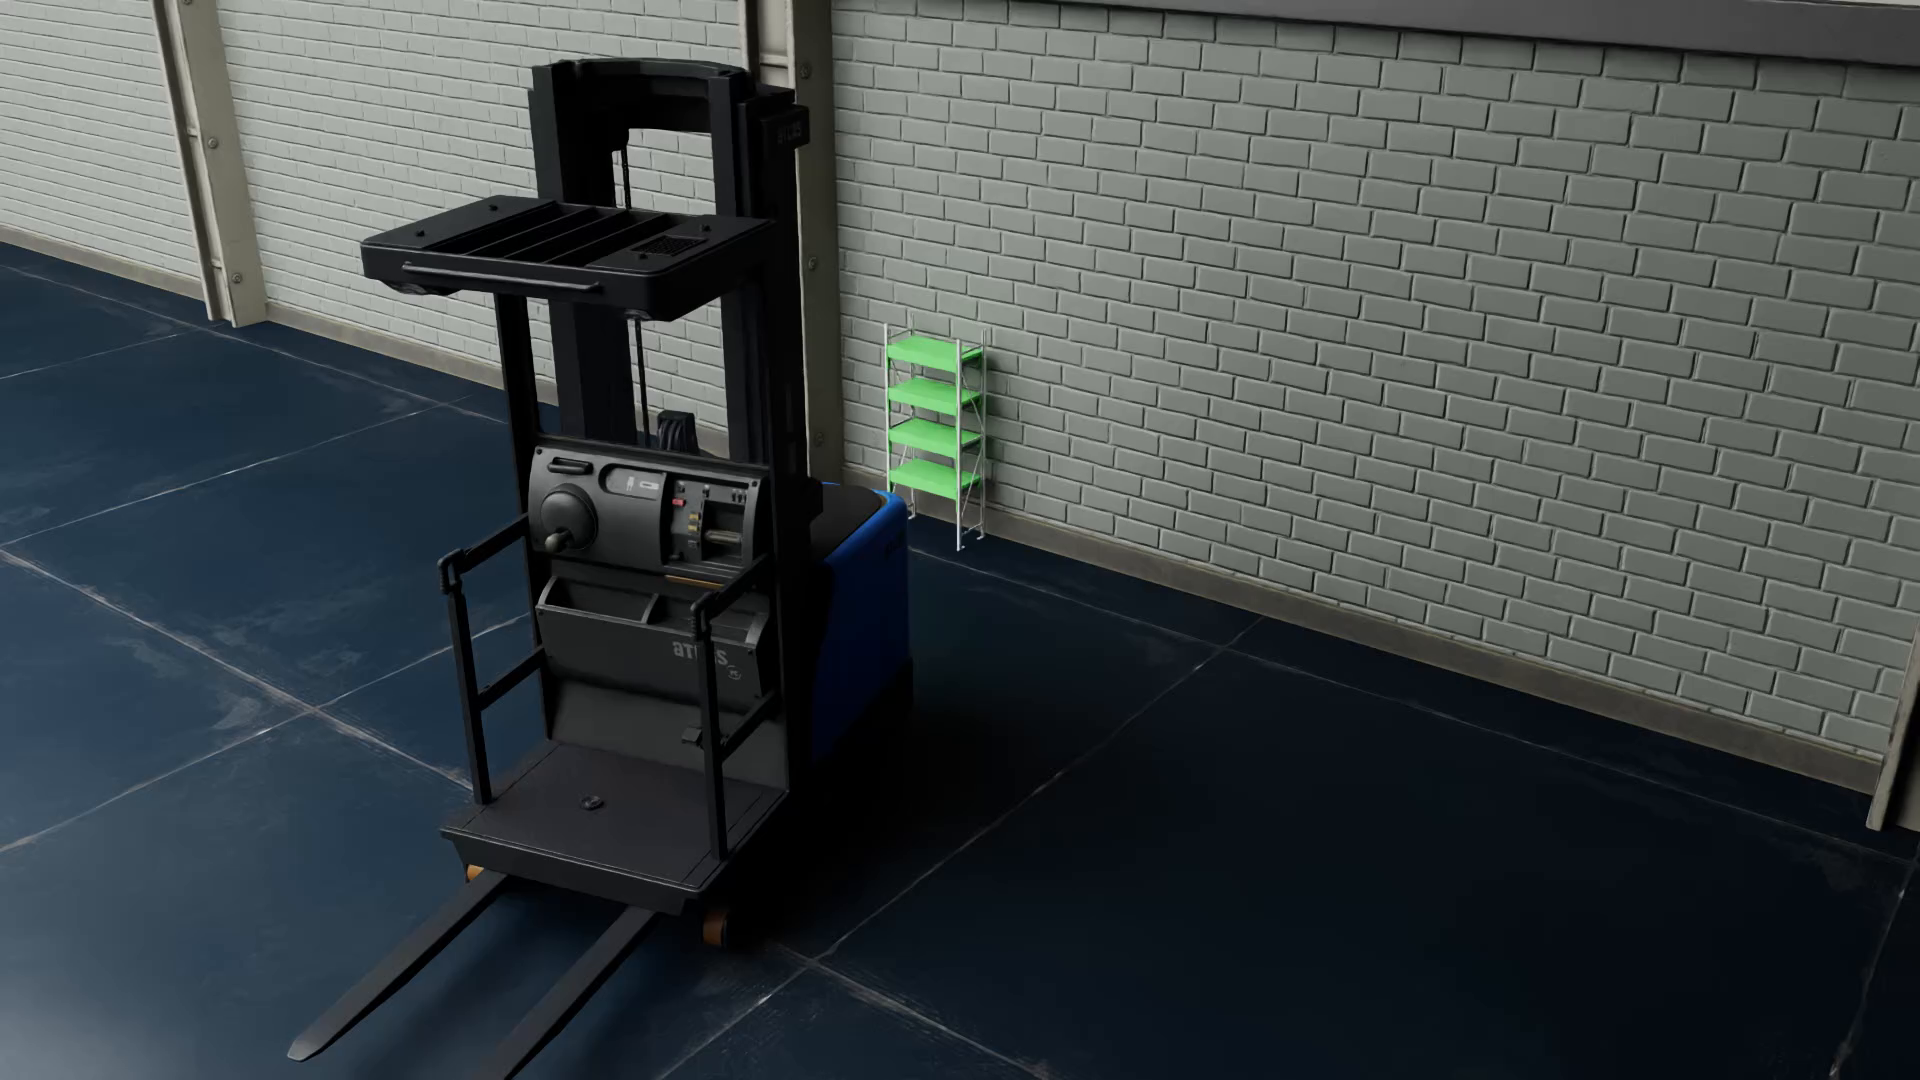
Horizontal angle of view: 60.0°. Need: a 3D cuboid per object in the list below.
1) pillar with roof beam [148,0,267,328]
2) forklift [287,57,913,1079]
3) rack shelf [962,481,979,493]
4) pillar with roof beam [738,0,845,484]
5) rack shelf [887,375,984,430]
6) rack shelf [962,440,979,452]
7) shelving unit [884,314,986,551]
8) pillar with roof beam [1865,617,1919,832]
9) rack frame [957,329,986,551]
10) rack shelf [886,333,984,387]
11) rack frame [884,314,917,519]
[{"bbox_3d":[-8.315,-4.486,8.270,0.400,9.000,9.100,17,29,33],"label":"pillar with roof beam"},{"bbox_3d":[-1.211,-0.074,5.782,1.130,2.935,3.031,9,25,19],"label":"forklift"},{"bbox_3d":[-0.132,-0.337,9.210,0.442,0.029,0.199,17,29,33],"label":"rack shelf"},{"bbox_3d":[-3.514,-3.035,4.977,0.400,9.000,9.100,17,29,33],"label":"pillar with roof beam"},{"bbox_3d":[-0.132,-0.750,9.028,0.480,0.148,0.258,17,29,33],"label":"rack shelf"},{"bbox_3d":[-0.132,-0.557,9.113,0.442,0.029,0.199,17,29,33],"label":"rack shelf"},{"bbox_3d":[-0.132,-0.589,9.099,0.503,1.200,0.258,17,29,33],"label":"shelving unit"},{"bbox_3d":[1.288,-1.584,1.684,0.400,9.000,9.100,17,29,33],"label":"pillar with roof beam"},{"bbox_3d":[0.063,-0.530,8.965,0.015,1.200,0.240,17,29,33],"label":"rack frame"},{"bbox_3d":[-0.132,-0.970,8.931,0.480,0.148,0.258,17,29,33],"label":"rack shelf"},{"bbox_3d":[-0.328,-0.648,9.233,0.015,1.200,0.240,17,29,33],"label":"rack frame"}]
